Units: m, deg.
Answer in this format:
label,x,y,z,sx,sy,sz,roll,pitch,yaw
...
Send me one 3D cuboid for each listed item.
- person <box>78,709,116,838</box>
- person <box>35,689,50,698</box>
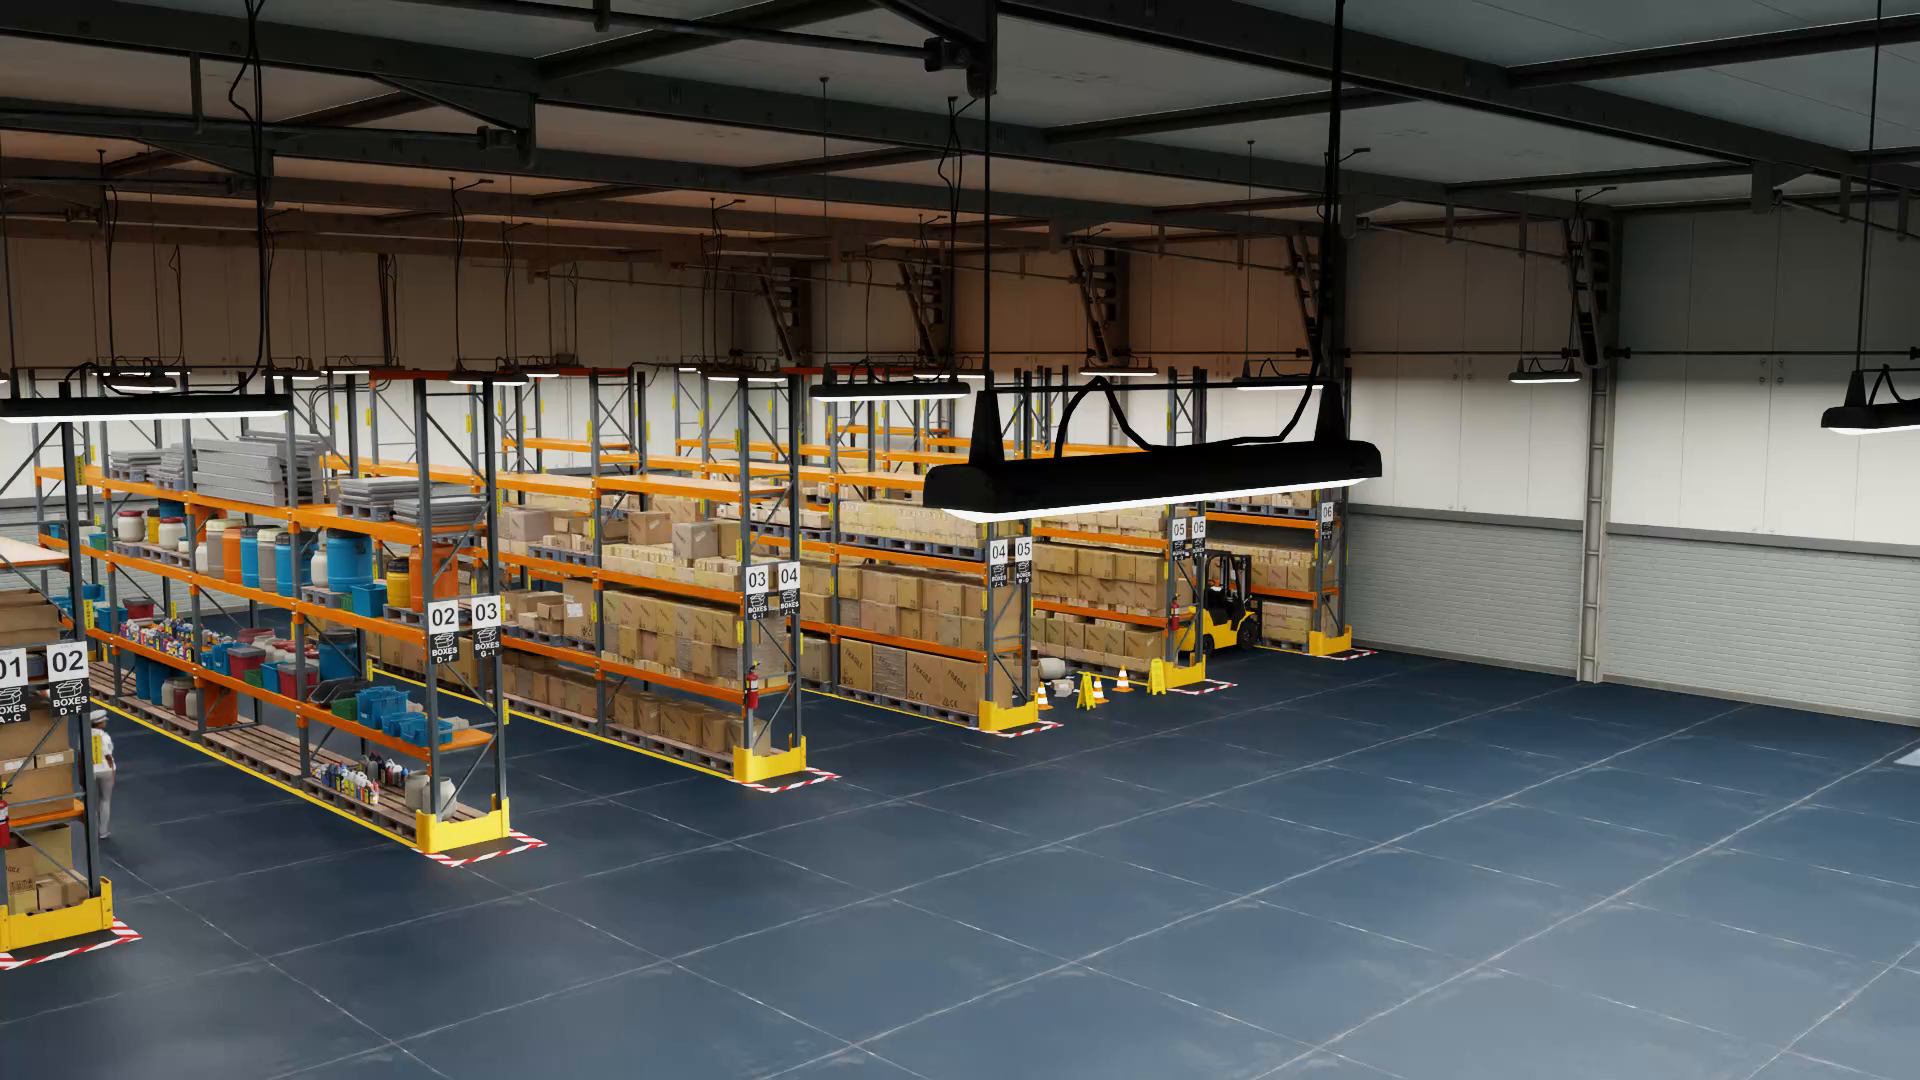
label,x,y,z,sx,sy,sz,roll,pitch,yaw
person,-11.234,3.048,21.649,0.454,1.679,0.432,-2,7,-13
person,-14.361,2.517,26.259,0.510,1.837,0.590,-2,7,-14
